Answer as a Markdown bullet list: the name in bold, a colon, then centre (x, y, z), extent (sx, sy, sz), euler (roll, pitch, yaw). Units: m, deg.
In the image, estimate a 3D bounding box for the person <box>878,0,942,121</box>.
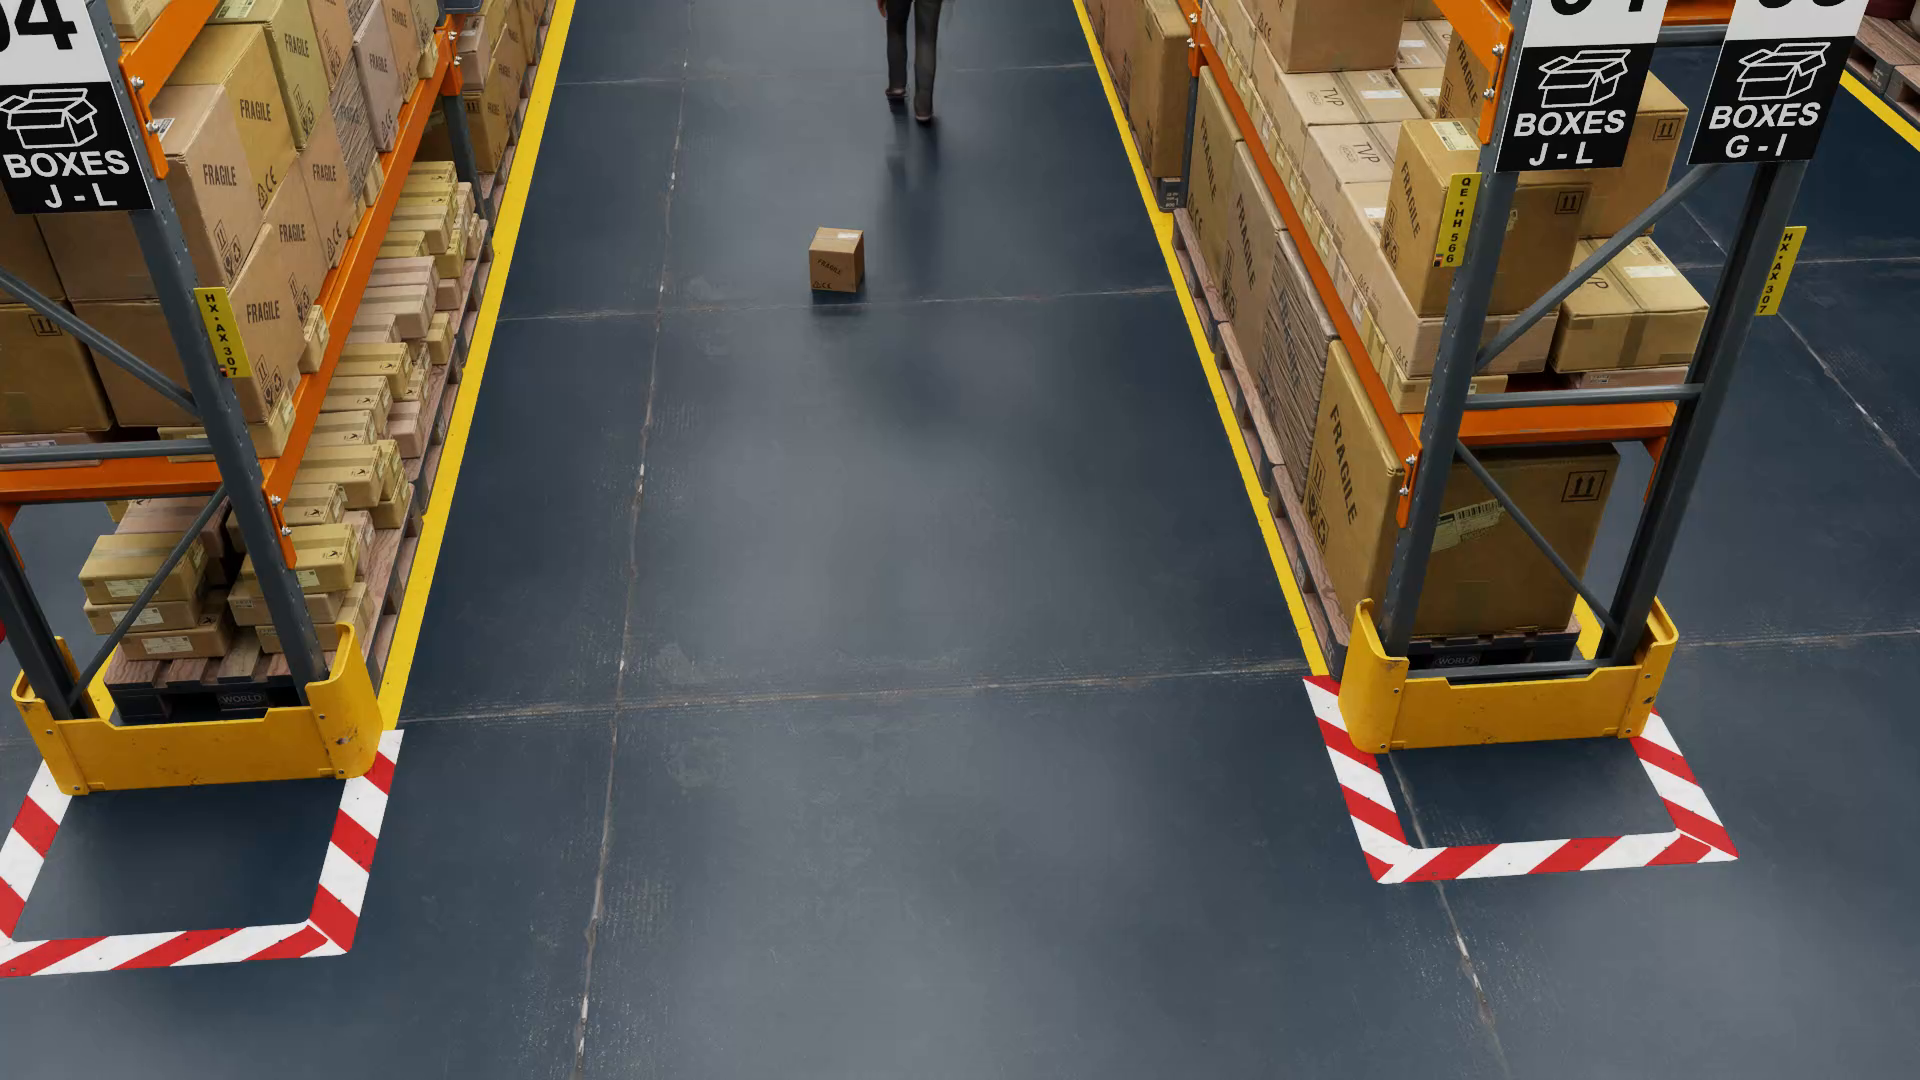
- **person**: centre (-0.285, -3.476, 10.411), extent (0.467, 1.711, 0.644), euler (0, 39, -1)
